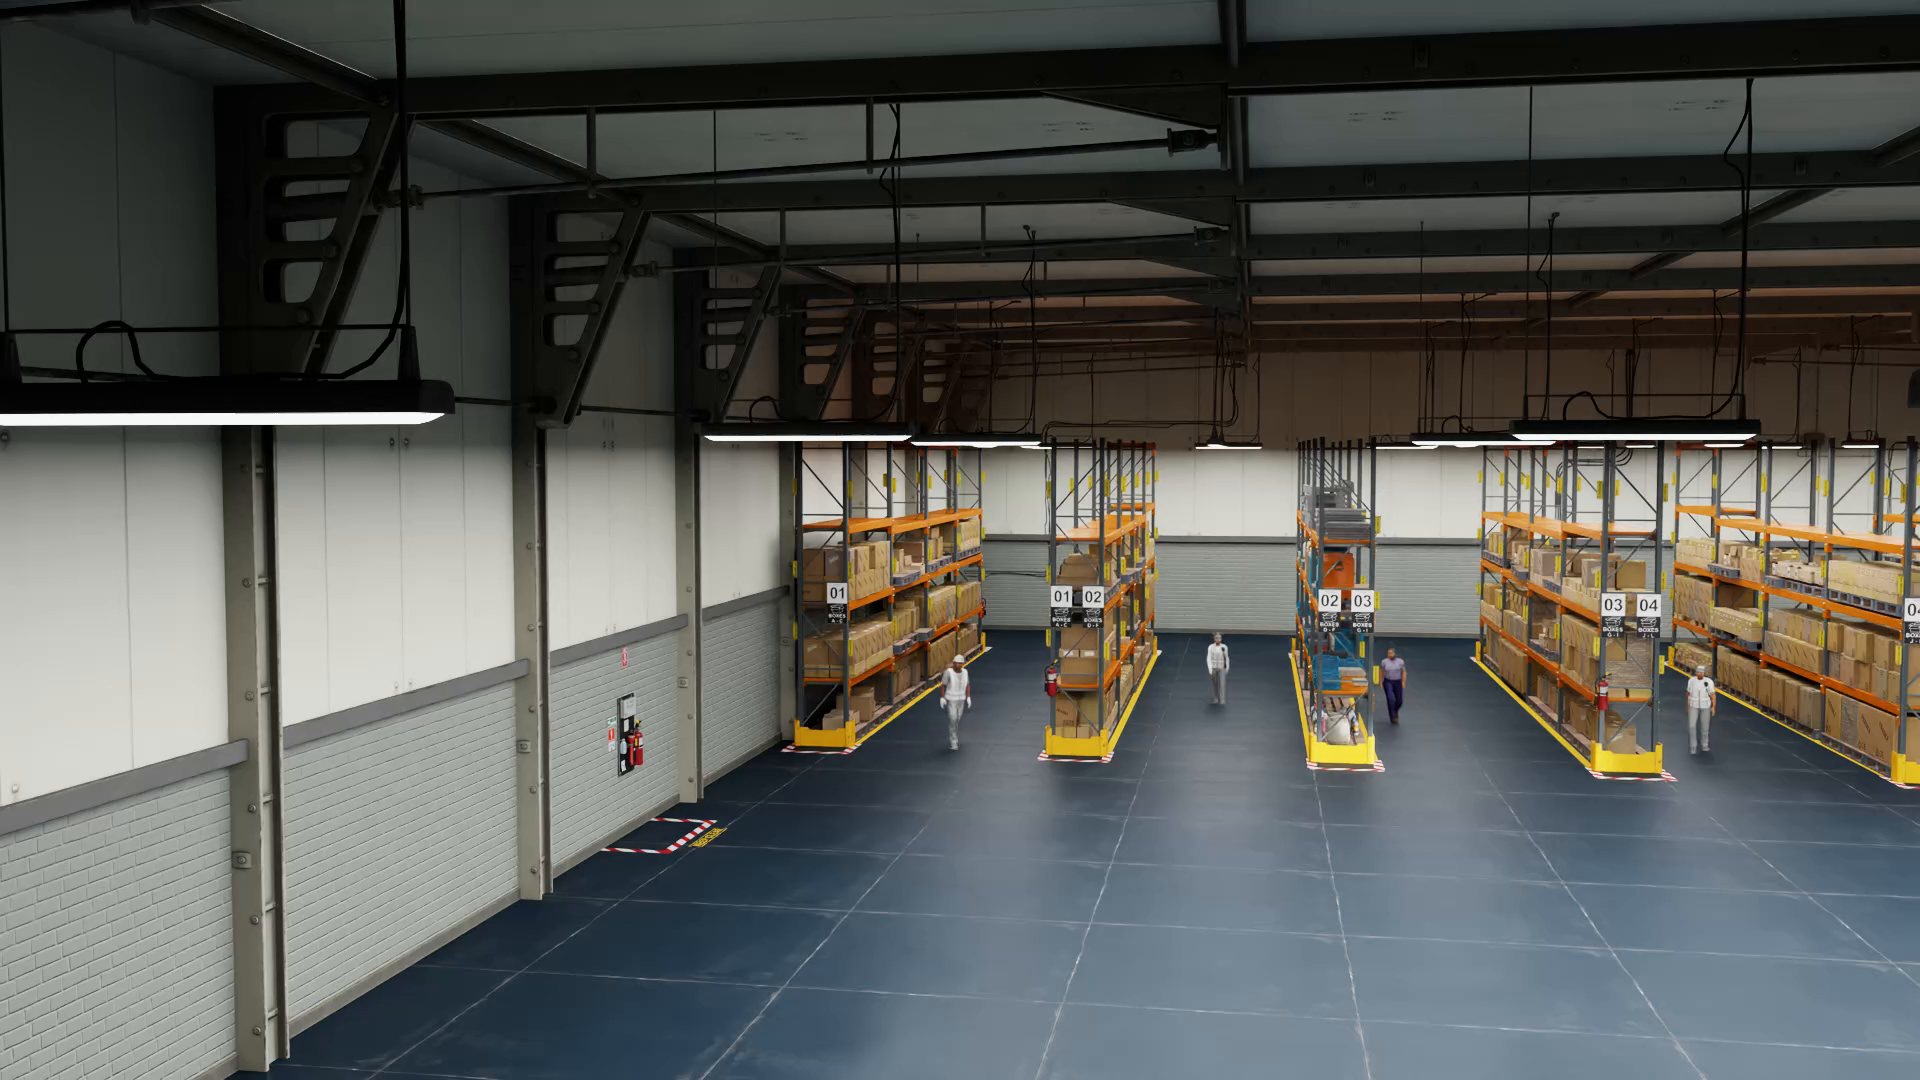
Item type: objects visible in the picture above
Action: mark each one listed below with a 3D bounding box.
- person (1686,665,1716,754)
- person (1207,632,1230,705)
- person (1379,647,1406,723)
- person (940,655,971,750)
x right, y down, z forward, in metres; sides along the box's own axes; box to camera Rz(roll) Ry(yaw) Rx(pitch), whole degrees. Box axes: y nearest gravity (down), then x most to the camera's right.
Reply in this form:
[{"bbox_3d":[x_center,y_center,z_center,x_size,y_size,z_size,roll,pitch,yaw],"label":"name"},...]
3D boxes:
[{"bbox_3d":[14.136,3.237,31.728,0.527,1.721,0.557,2,3,29],"label":"person"},{"bbox_3d":[5.798,2.899,37.425,0.492,1.640,0.962,1,3,15],"label":"person"},{"bbox_3d":[9.217,3.067,35.390,0.526,1.566,0.816,0,3,6],"label":"person"},{"bbox_3d":[-0.084,3.148,32.374,0.585,1.837,0.696,-2,4,-35],"label":"person"}]
